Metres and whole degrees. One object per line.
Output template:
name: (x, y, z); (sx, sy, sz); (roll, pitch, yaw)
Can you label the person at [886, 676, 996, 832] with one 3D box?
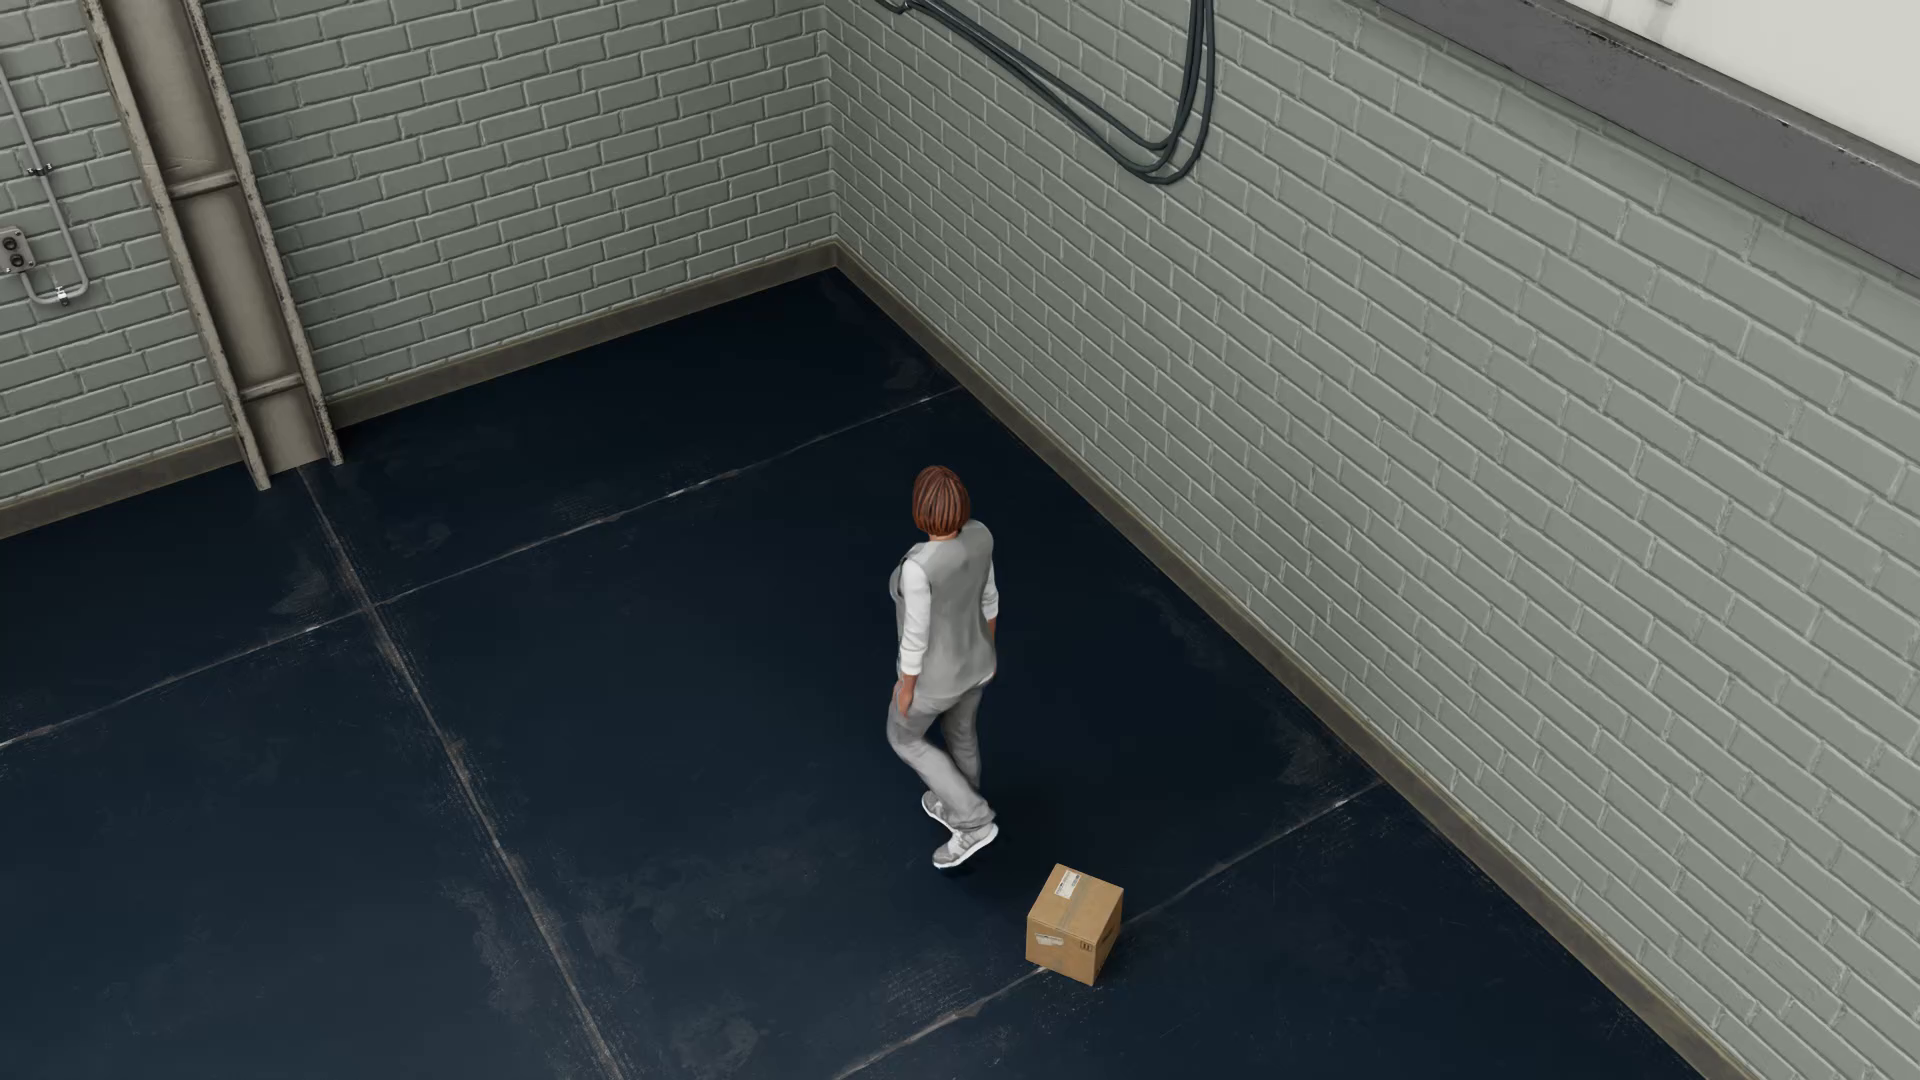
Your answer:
person: (-0.012, 0.692, 5.799); (0.356, 0.883, 0.419); (-33, 51, -32)
